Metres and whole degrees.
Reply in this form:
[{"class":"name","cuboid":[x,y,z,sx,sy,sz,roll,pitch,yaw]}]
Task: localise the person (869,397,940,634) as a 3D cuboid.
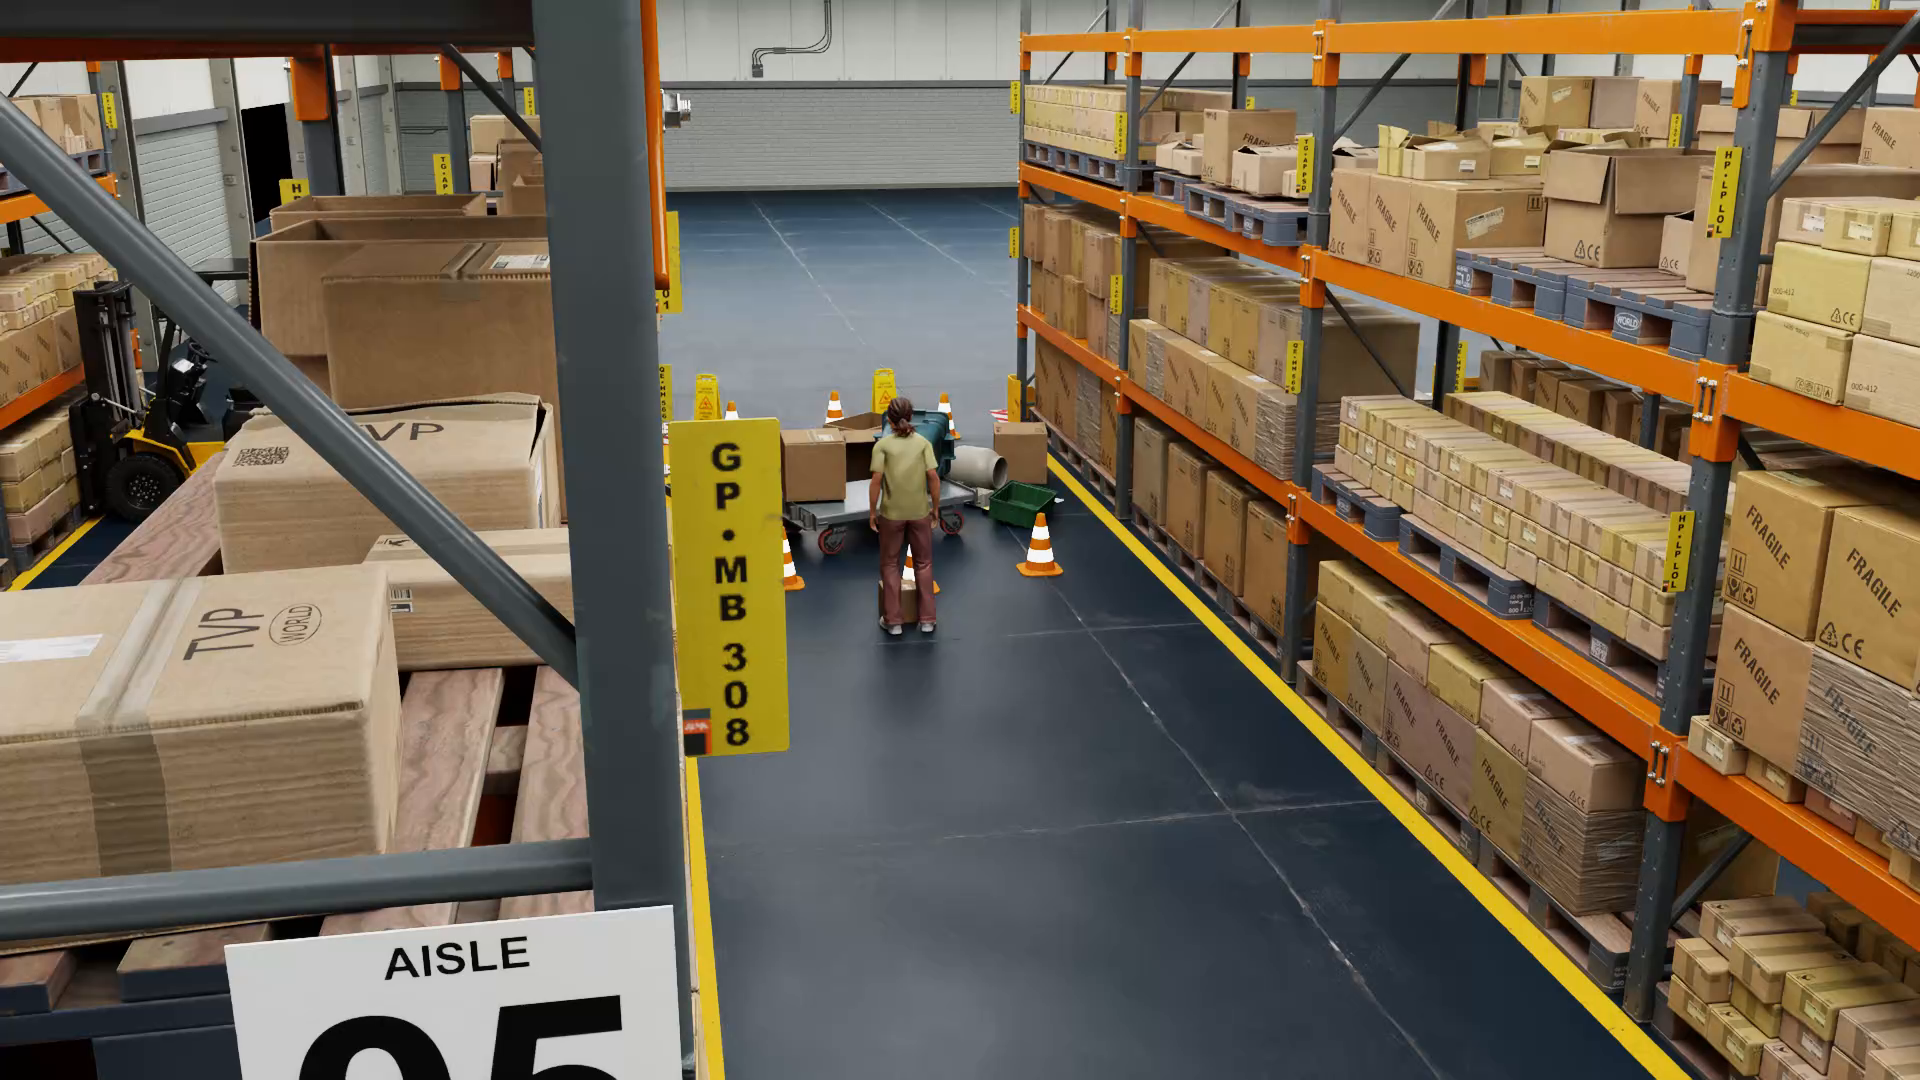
[{"class":"person","cuboid":[-0.391,-0.170,11.613,0.499,1.673,0.355,-3,17,-10]}]
